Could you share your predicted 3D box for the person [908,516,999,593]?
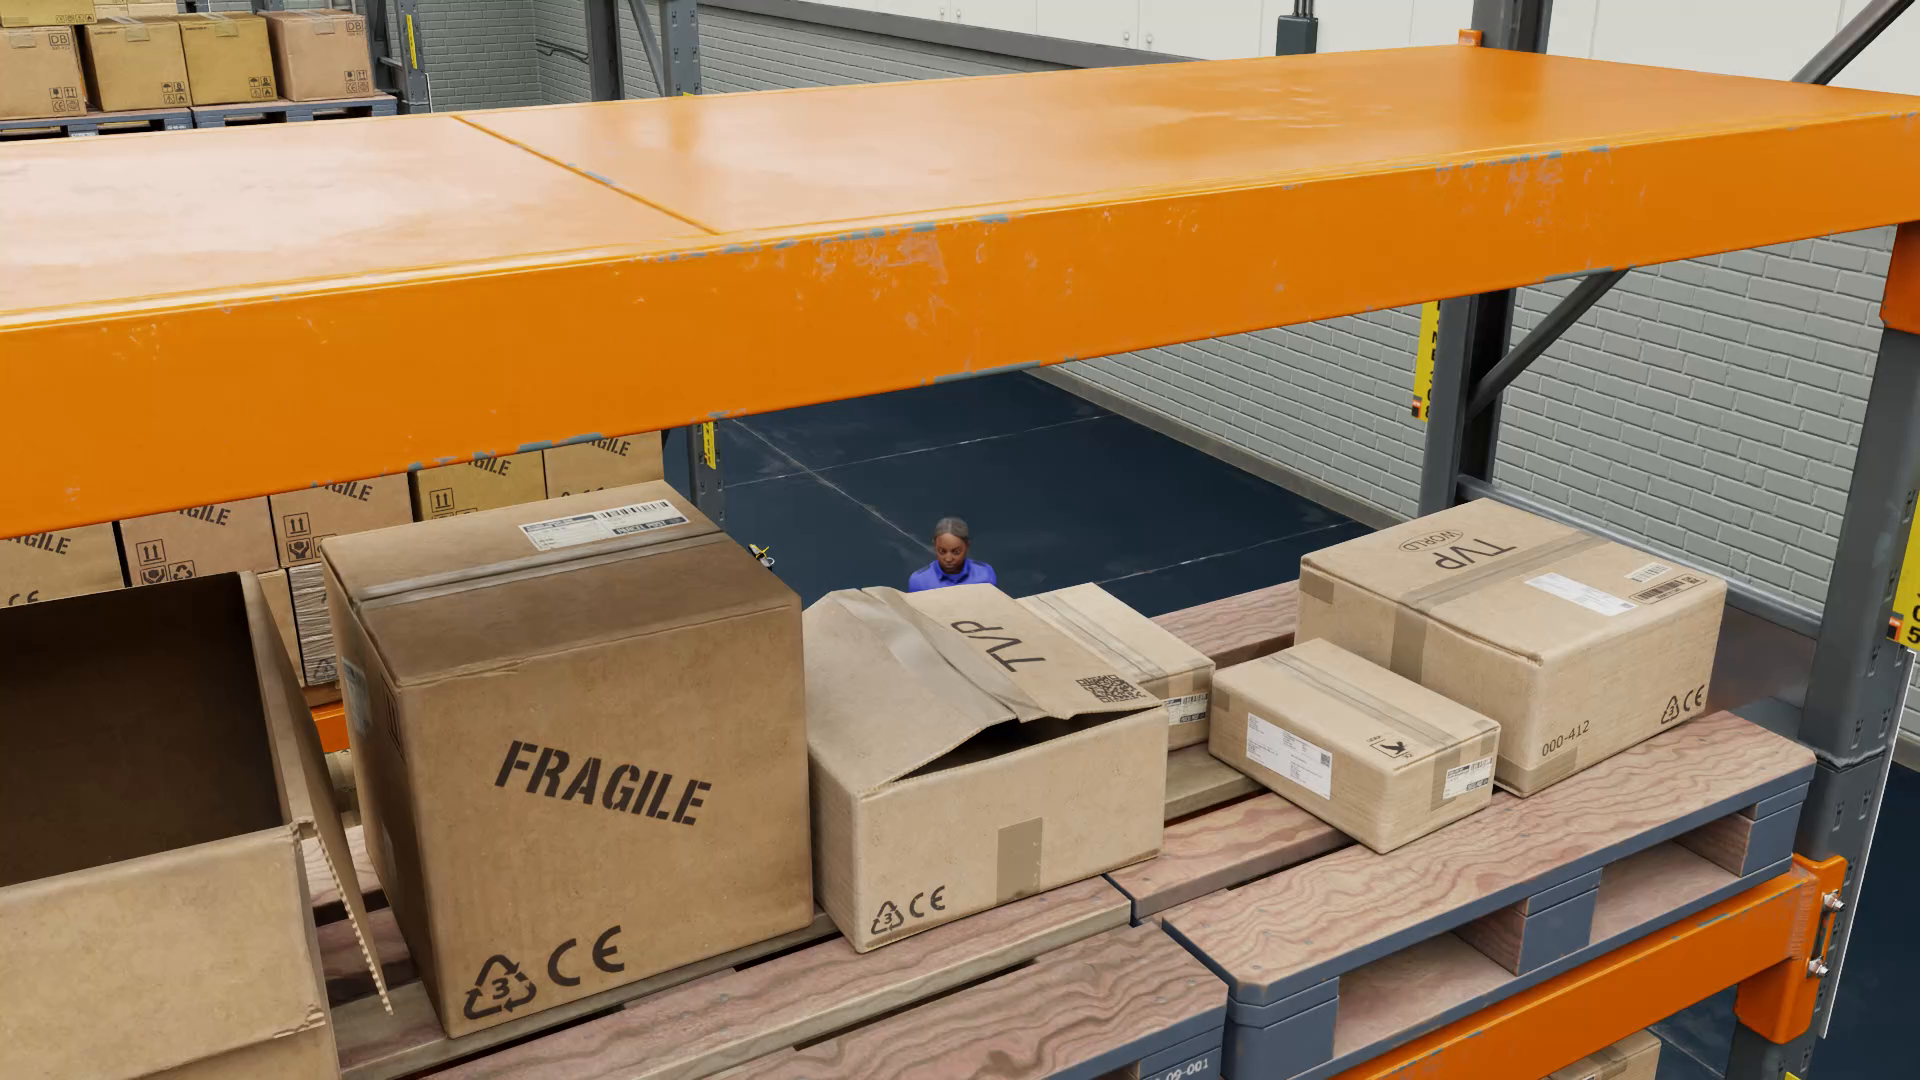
[{"bbox_3d":[-0.015,0.648,7.902,0.478,1.654,0.457,-3,22,-8],"label":"person"}]
